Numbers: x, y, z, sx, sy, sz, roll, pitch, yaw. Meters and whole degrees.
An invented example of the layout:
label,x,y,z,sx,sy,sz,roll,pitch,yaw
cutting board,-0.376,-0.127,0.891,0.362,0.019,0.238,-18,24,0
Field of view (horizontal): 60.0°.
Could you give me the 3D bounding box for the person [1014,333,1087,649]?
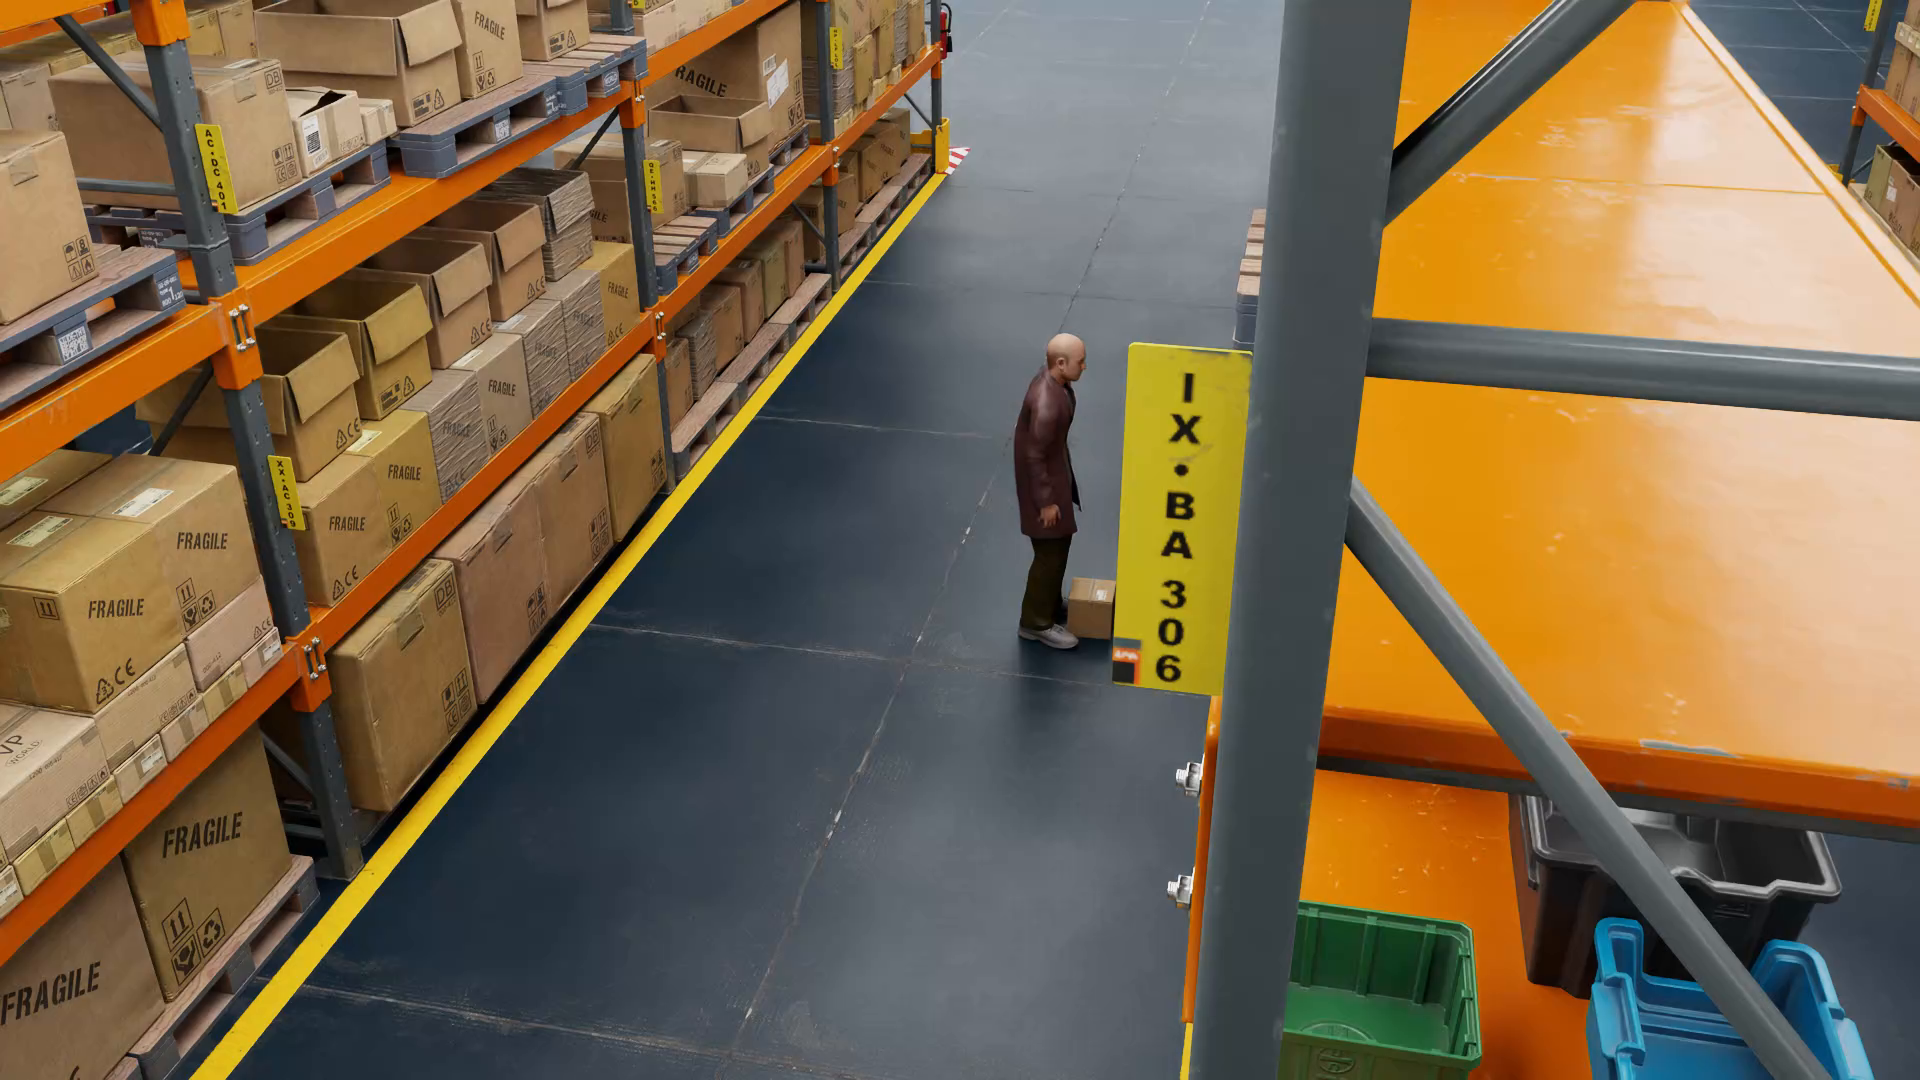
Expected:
label,x,y,z,sx,sy,sz,roll,pitch,yaw
person,0.508,-0.299,9.192,0.428,1.773,0.641,6,29,10
